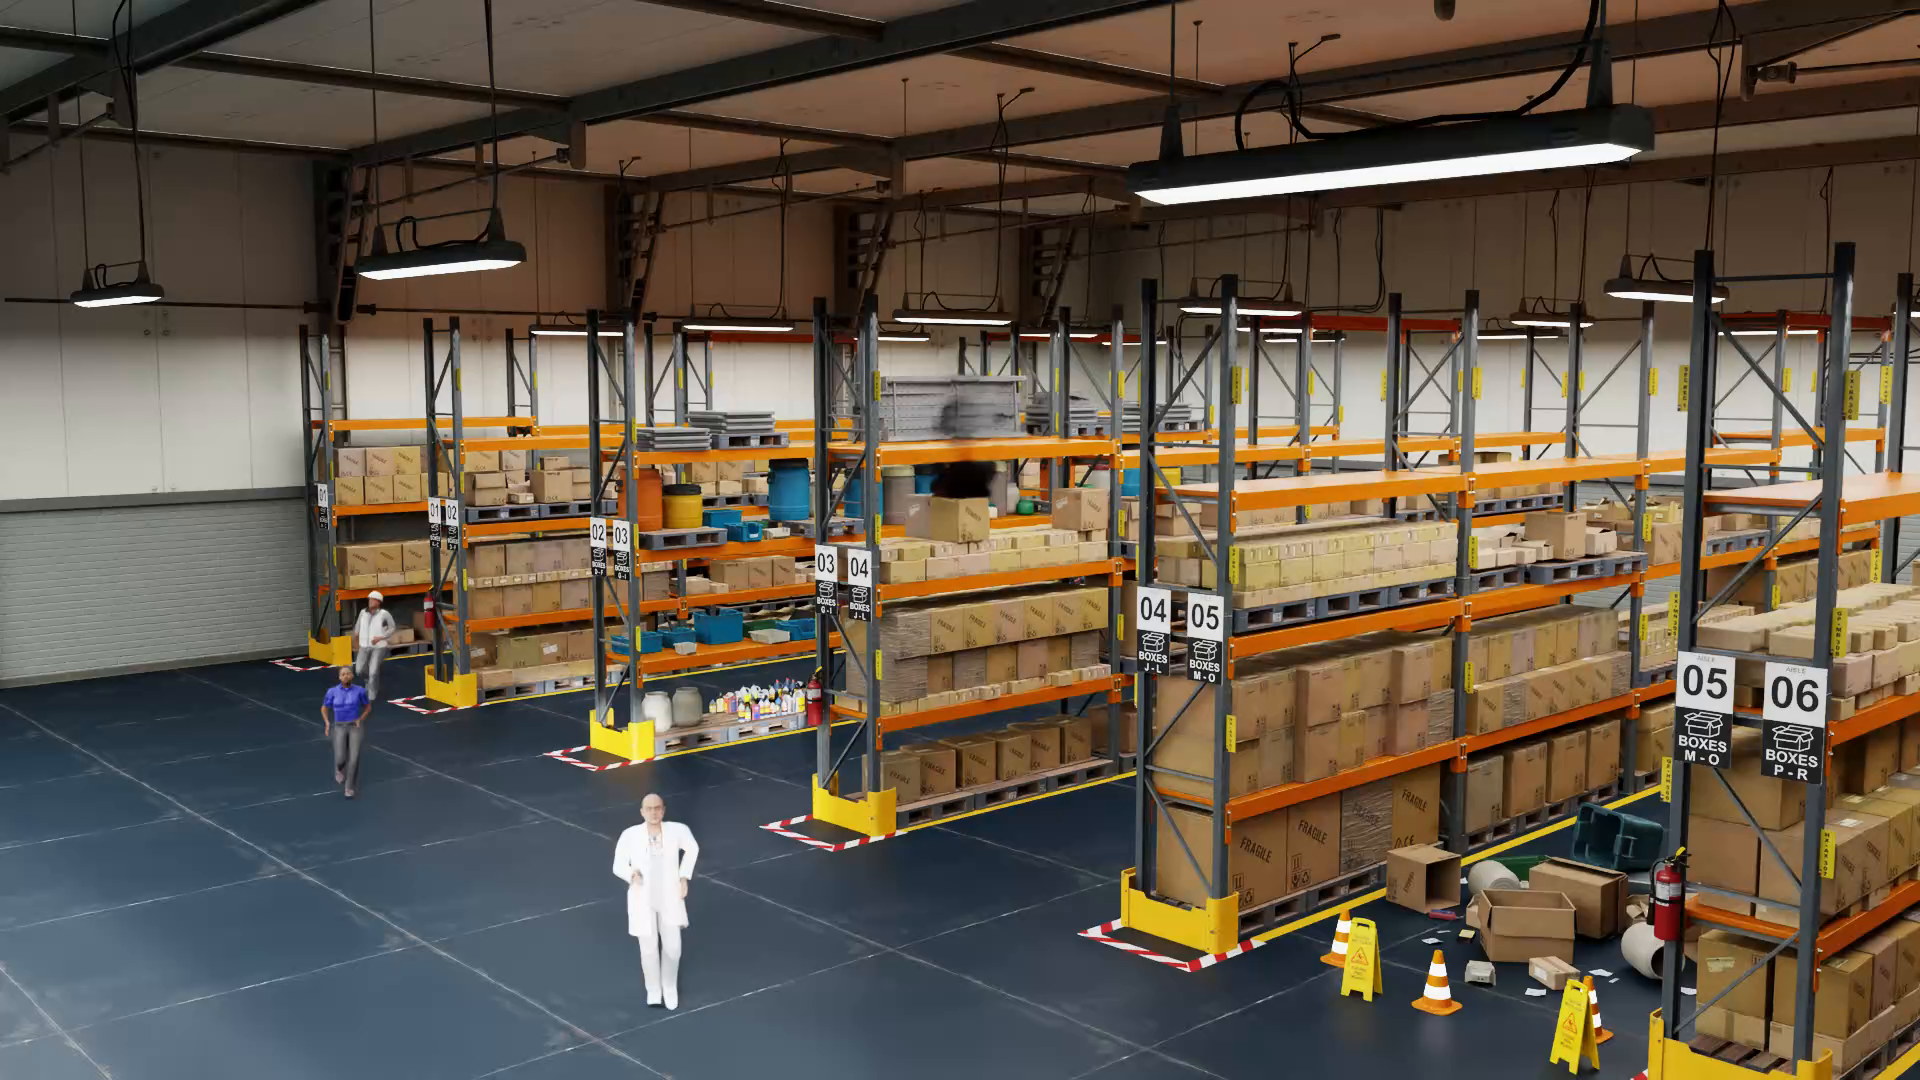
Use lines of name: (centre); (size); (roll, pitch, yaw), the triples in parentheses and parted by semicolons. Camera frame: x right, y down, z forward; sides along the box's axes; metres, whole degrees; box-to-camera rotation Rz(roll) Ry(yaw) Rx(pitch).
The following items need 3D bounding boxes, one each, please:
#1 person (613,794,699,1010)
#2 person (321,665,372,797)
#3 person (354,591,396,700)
person: (-2.439, 2.943, 13.411); (0.691, 1.776, 0.695); (-1, 6, -11)
person: (-7.466, 2.324, 20.271); (0.574, 1.603, 0.561); (-2, 6, -22)
person: (-9.244, 1.663, 26.242); (0.688, 1.728, 0.534); (1, 6, 7)
